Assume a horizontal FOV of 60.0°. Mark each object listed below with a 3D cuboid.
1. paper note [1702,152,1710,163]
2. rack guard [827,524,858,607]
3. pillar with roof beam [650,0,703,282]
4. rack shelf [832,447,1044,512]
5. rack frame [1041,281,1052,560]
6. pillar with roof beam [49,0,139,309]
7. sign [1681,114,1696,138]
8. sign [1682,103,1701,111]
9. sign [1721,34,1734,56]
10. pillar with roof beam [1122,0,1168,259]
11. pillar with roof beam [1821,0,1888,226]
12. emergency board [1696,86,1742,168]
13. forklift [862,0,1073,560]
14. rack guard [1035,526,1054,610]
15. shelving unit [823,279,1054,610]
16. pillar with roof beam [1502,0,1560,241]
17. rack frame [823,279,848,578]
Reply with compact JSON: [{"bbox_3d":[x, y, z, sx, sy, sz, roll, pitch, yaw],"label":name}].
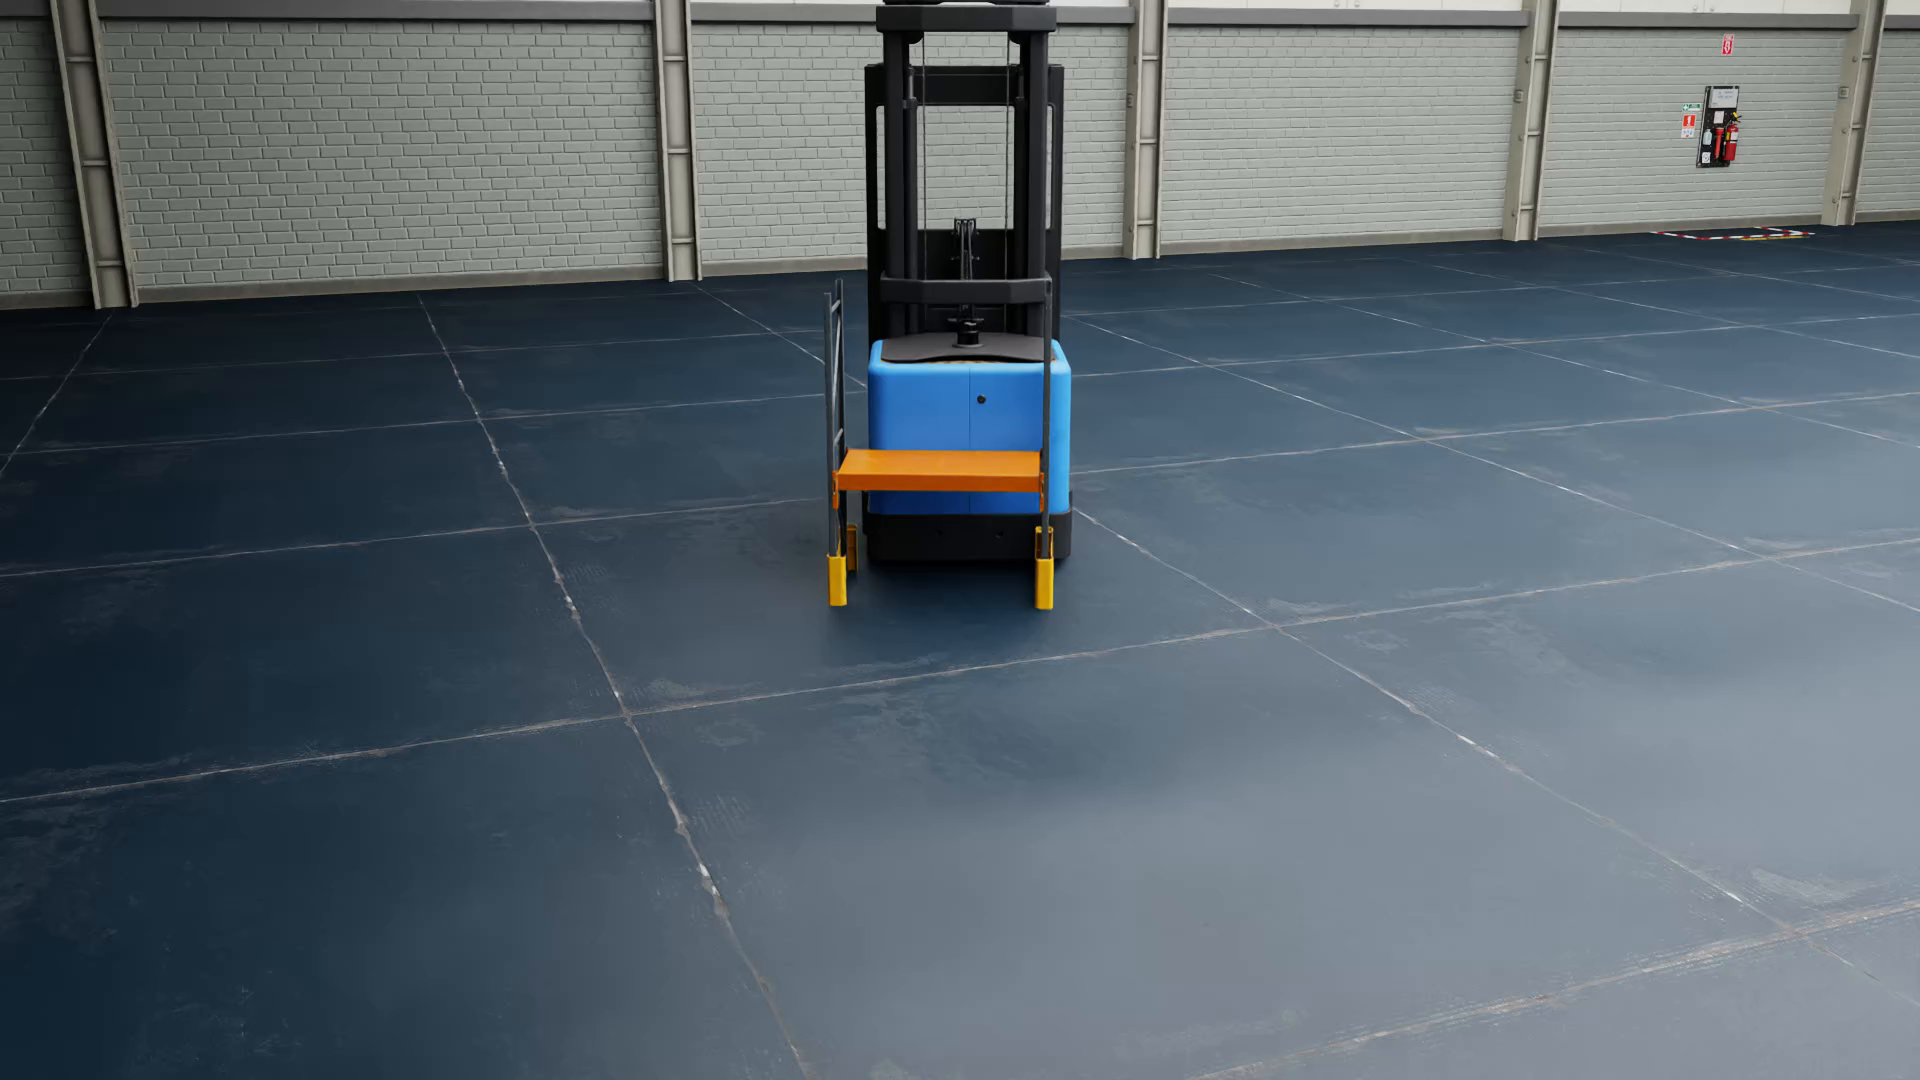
[{"bbox_3d":[11.043,-5.657,24.603,0.142,0.148,0.016,-6,17,-20],"label":"paper note"},{"bbox_3d":[-0.581,0.120,8.246,0.087,0.250,0.587,1,16,3],"label":"rack guard"},{"bbox_3d":[-1.713,-6.250,14.409,0.400,9.000,9.100,-6,17,-20],"label":"pillar with roof beam"},{"bbox_3d":[-0.092,-0.301,8.099,1.000,0.185,0.538,1,16,3],"label":"rack shelf"},{"bbox_3d":[0.416,-0.467,8.026,0.032,1.500,0.500,1,16,3],"label":"rack frame"},{"bbox_3d":[-7.316,-5.645,12.349,0.400,9.000,9.100,-6,17,-20],"label":"pillar with roof beam"},{"bbox_3d":[10.680,-6.068,24.375,0.234,0.329,0.001,-6,17,-20],"label":"sign"},{"bbox_3d":[10.687,-6.320,24.294,0.331,0.109,0.001,-6,17,-20],"label":"sign"},{"bbox_3d":[11.190,-7.217,24.237,0.199,0.298,0.001,-6,17,-20],"label":"sign"},{"bbox_3d":[3.889,-6.855,16.469,0.400,9.000,9.100,-6,17,-20],"label":"pillar with roof beam"},{"bbox_3d":[15.095,-8.064,20.589,0.400,9.000,9.100,-6,17,-20],"label":"pillar with roof beam"},{"bbox_3d":[11.233,-6.080,24.477,0.643,1.169,0.194,-6,17,-20],"label":"emergency board"},{"bbox_3d":[0.017,-1.662,9.554,1.130,2.935,3.031,0,16,-1],"label":"forklift"},{"bbox_3d":[0.414,0.133,8.202,0.087,0.250,0.587,1,16,3],"label":"rack guard"},{"bbox_3d":[-0.083,-0.473,8.048,1.083,1.500,0.587,1,16,3],"label":"shelving unit"},{"bbox_3d":[9.492,-7.460,18.529,0.400,9.000,9.100,-6,17,-20],"label":"pillar with roof beam"},{"bbox_3d":[-0.600,-0.480,8.071,0.032,1.500,0.500,1,16,3],"label":"rack frame"}]
